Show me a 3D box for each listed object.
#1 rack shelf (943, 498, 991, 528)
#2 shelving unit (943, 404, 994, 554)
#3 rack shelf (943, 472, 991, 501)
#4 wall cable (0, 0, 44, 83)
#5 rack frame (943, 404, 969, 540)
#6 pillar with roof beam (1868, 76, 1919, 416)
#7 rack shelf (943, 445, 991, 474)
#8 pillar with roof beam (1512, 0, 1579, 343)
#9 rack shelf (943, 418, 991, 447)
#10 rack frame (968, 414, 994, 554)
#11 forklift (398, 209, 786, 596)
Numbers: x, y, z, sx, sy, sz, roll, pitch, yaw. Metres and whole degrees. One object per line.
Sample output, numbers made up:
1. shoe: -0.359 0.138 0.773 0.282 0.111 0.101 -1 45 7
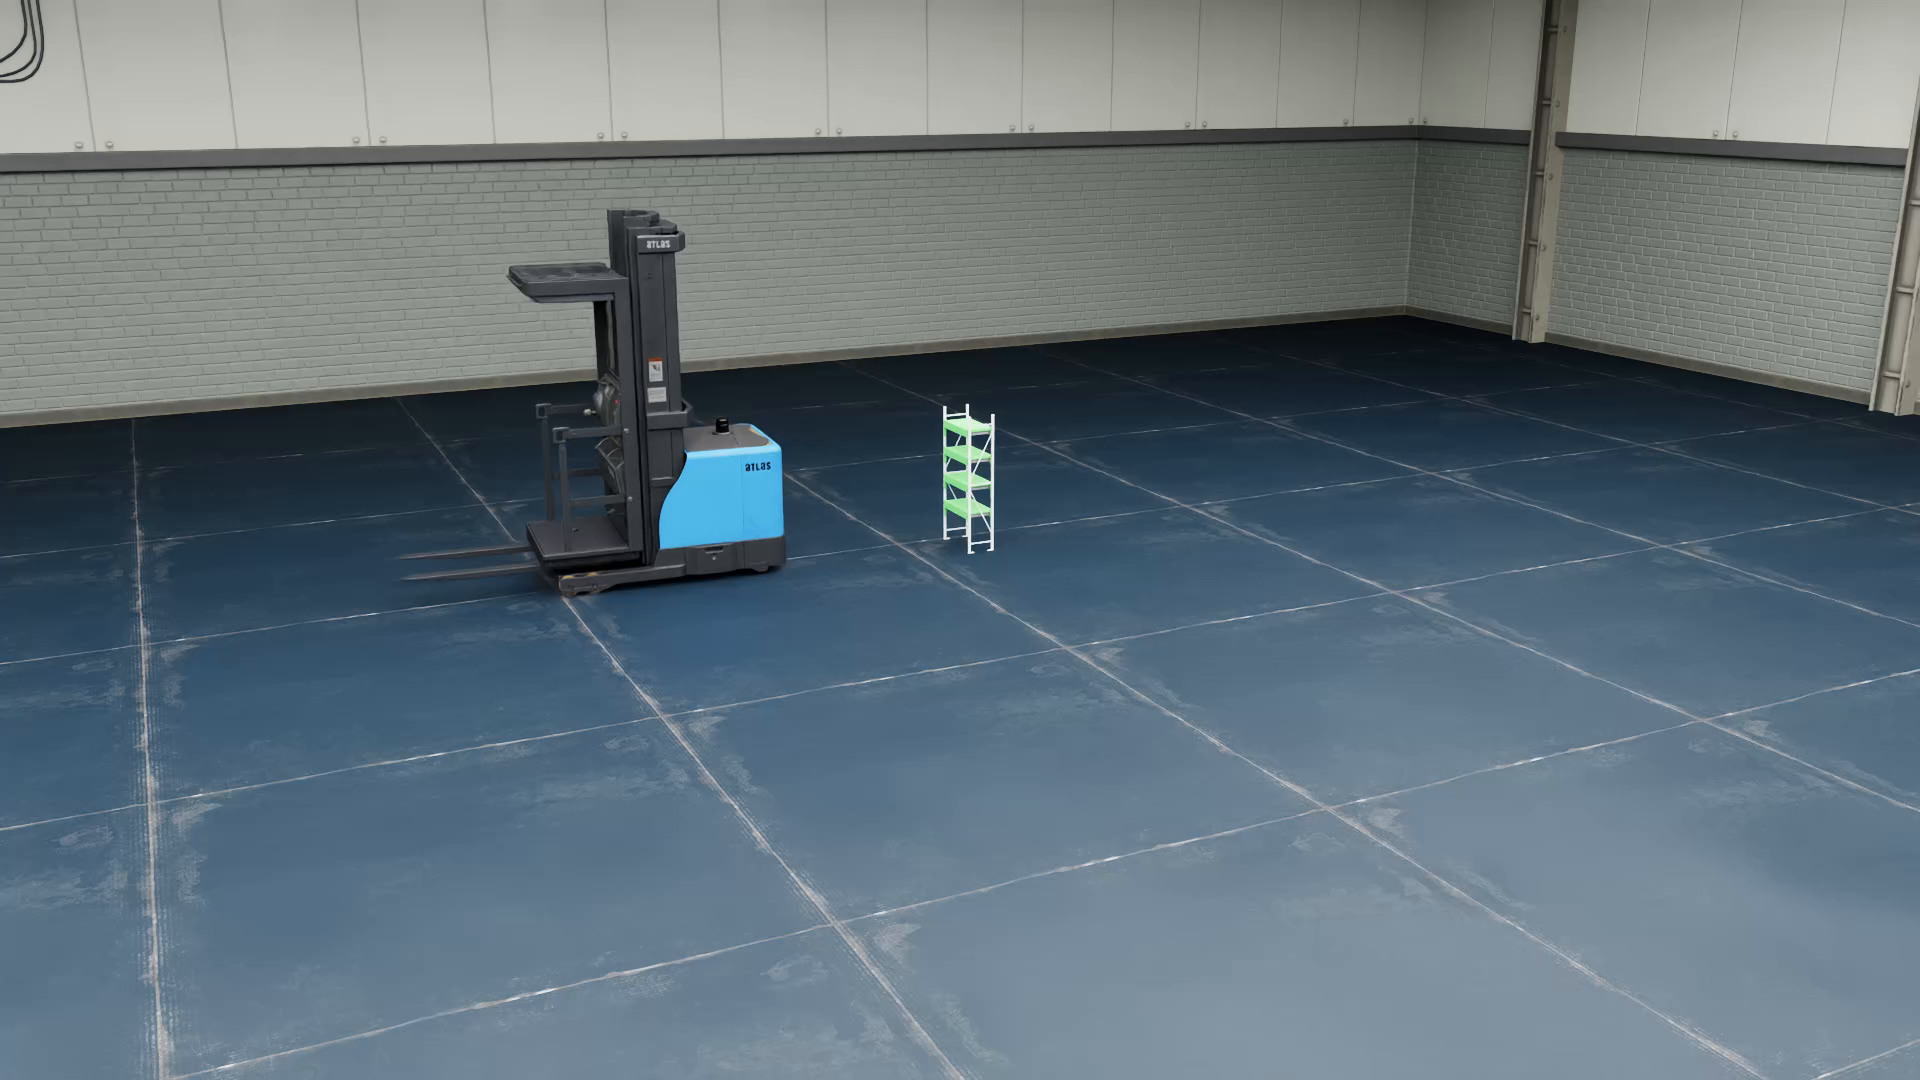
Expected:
1. rack shelf: 0.073 -0.244 14.526 0.258 0.148 0.480 -8 18 -25
2. shelving unit: 0.073 -0.536 14.442 0.258 1.200 0.503 -8 18 -25
3. rack shelf: 0.073 -0.474 14.460 0.258 0.148 0.480 -8 18 -25
4. wall cable: -11.207 -7.231 17.468 2.305 6.003 0.169 -8 18 -25
5. rack frame: -0.034 -0.596 14.653 0.240 1.200 0.015 -8 18 -25
6. pillar with roof beam: 7.429 -5.361 17.118 9.100 9.000 0.400 -8 18 -25
7. rack shelf: 0.073 -0.705 14.394 0.258 0.148 0.480 -8 18 -25
8. pillar with roof beam: 4.801 -6.849 22.302 9.100 9.000 0.400 -8 18 -25
9. rack shelf: 0.073 -0.936 14.327 0.258 0.148 0.480 -8 18 -25
10. rack frame: 0.179 -0.475 14.231 0.240 1.200 0.015 -8 18 -25
11. forklift: -3.018 -1.125 13.358 3.031 2.935 1.130 -6 17 -20
